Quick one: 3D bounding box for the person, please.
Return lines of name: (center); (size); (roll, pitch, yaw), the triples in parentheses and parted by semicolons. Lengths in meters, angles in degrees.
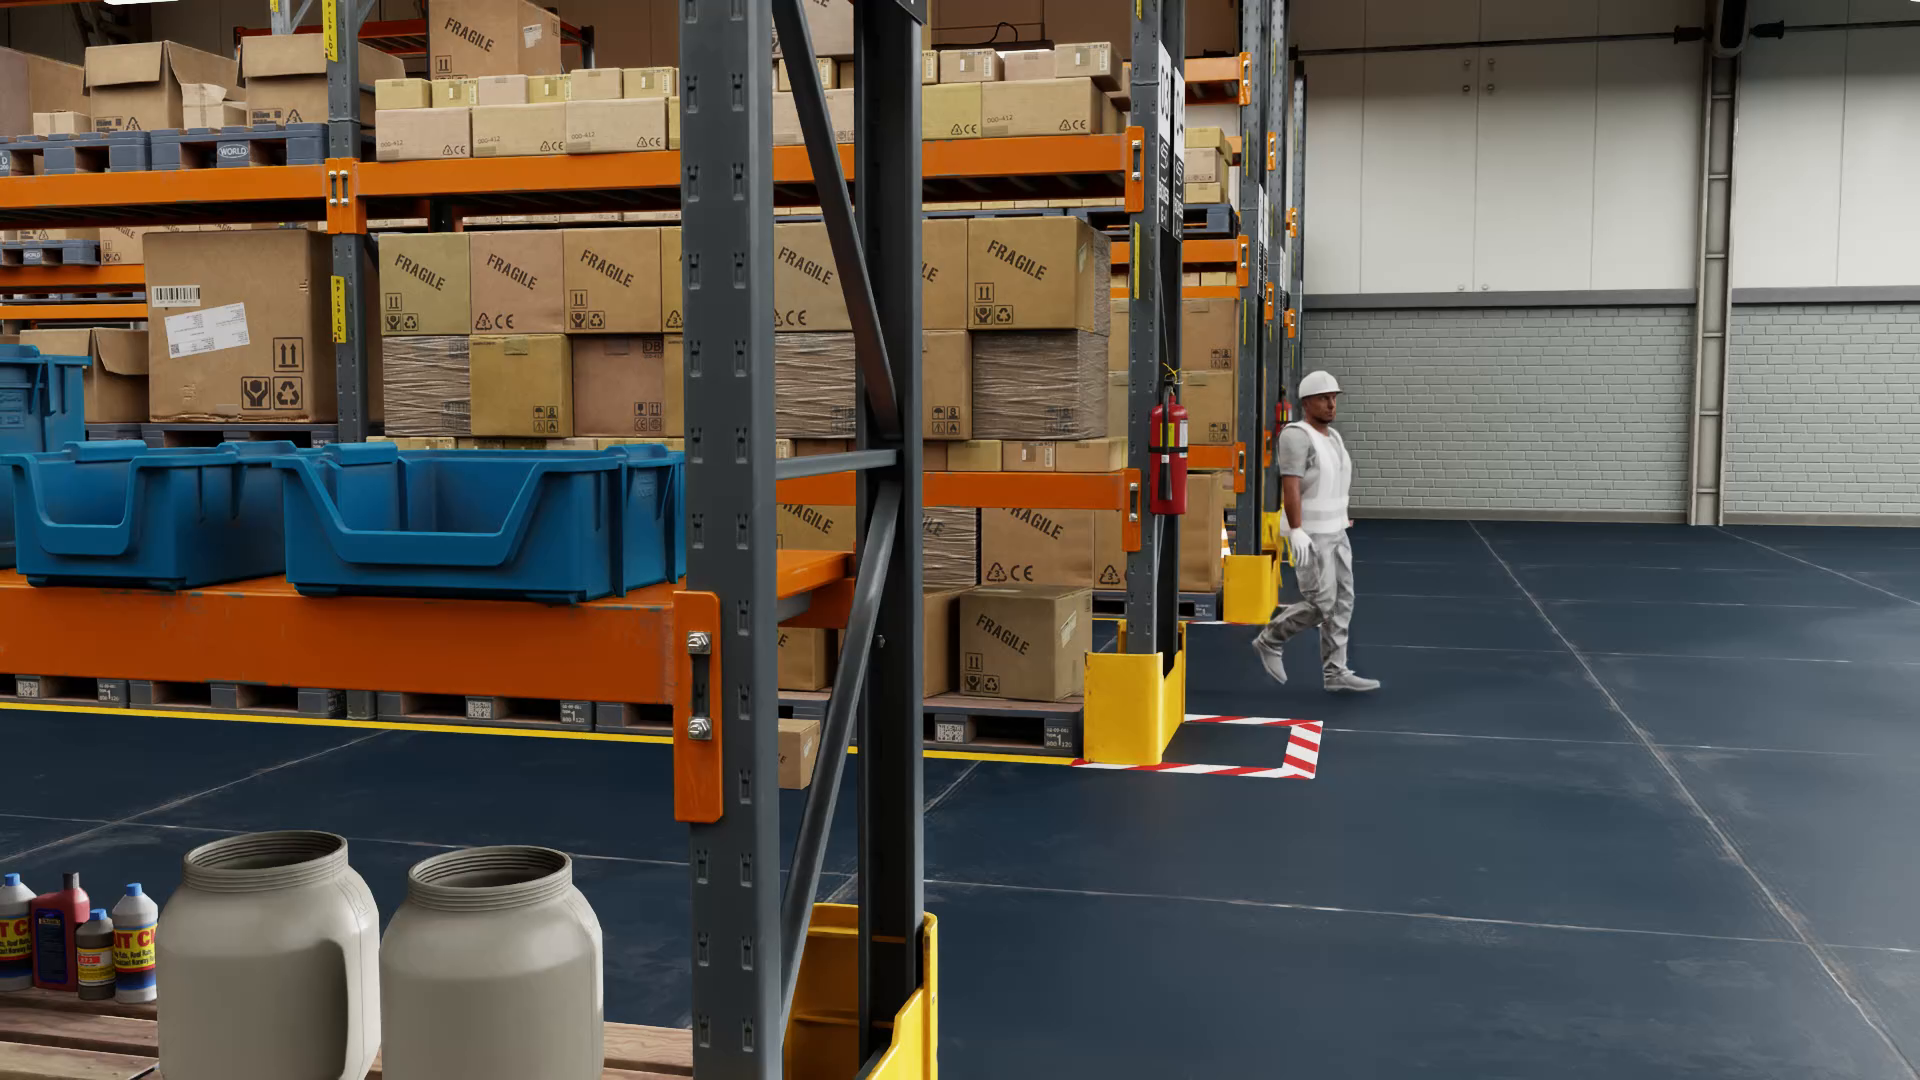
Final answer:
person: (1.935, -0.037, 9.118); (0.647, 1.773, 0.607); (3, 6, 34)
